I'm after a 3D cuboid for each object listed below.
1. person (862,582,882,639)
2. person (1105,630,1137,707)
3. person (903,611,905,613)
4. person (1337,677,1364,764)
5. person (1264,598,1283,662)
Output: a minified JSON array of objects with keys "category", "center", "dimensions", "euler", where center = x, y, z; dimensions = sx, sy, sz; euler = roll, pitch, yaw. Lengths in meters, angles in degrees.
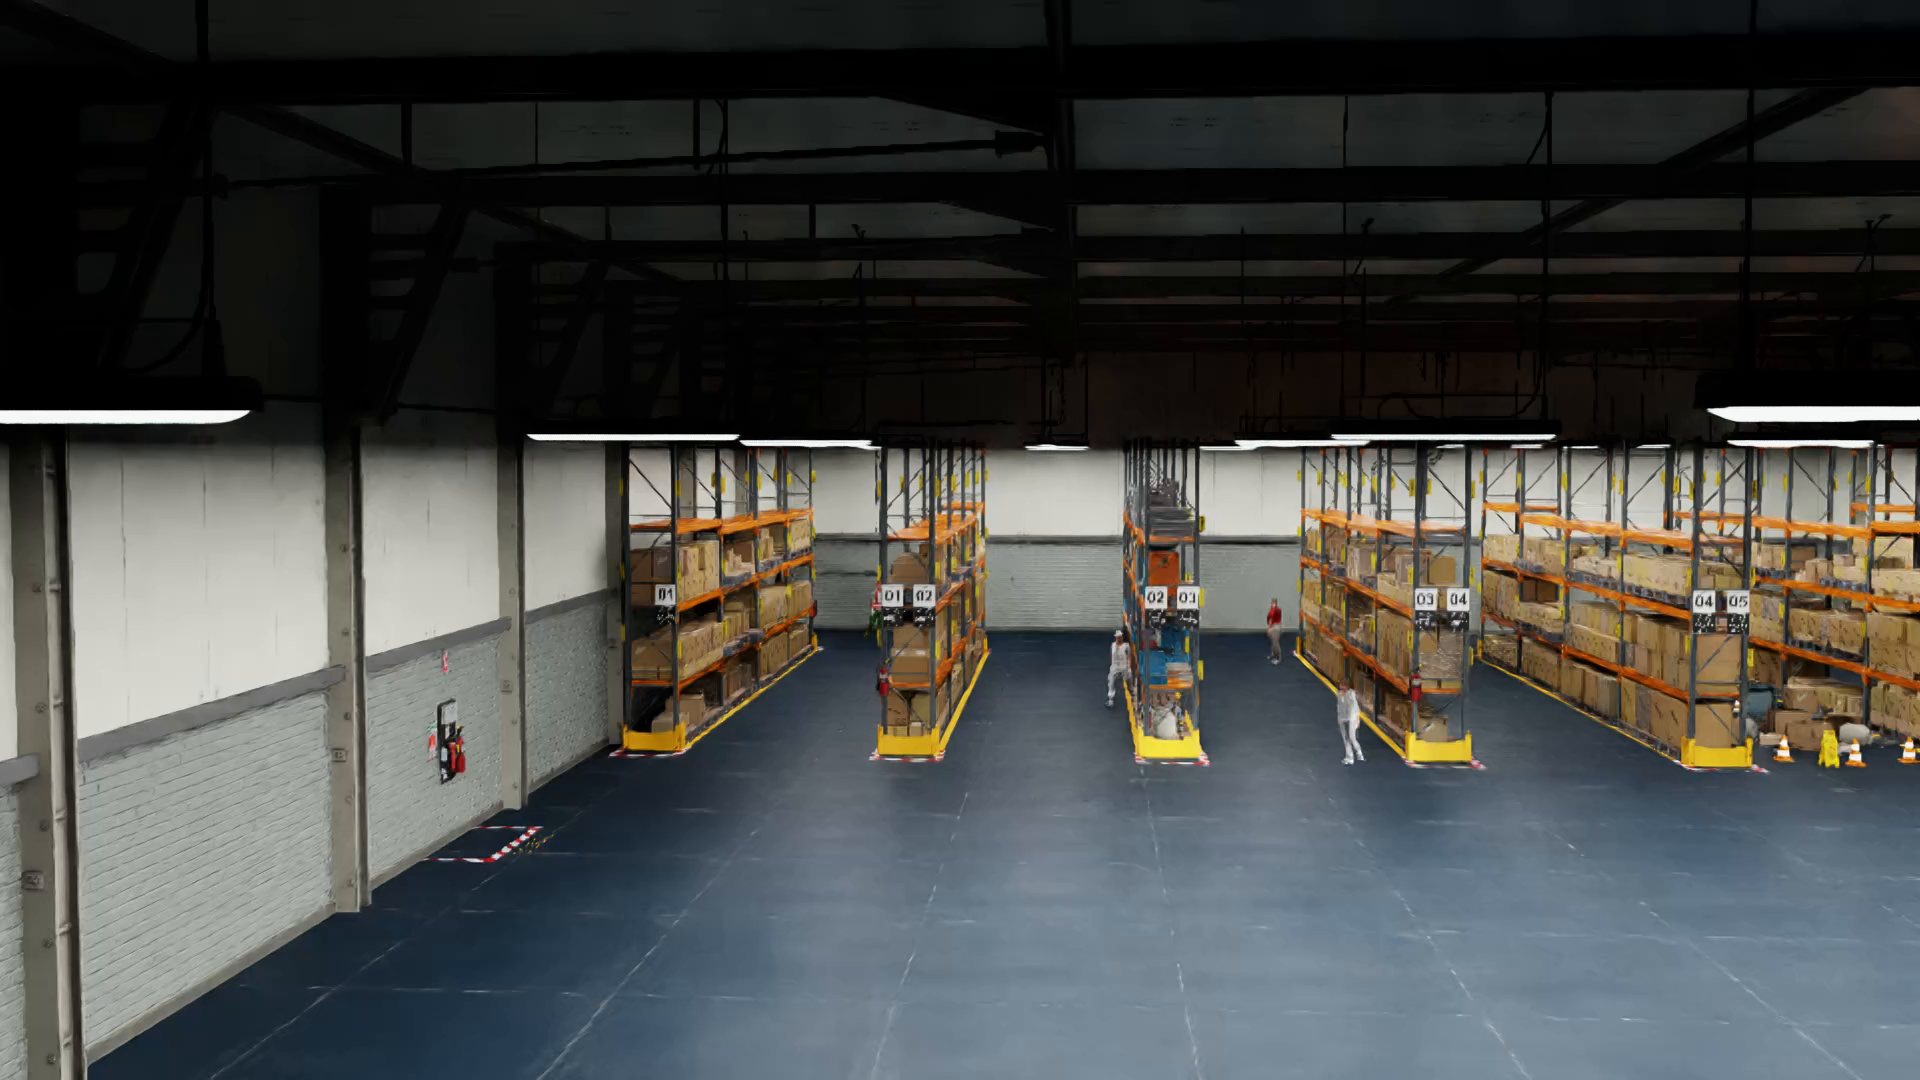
[{"category":"person","center":[-2.596,2.127,50.655],"dimensions":[0.739,1.780,0.530],"euler":[-2,4,-35]},{"category":"person","center":[3.609,2.867,37.307],"dimensions":[0.596,1.738,0.995],"euler":[1,3,25]},{"category":"person","center":[-1.434,2.351,47.417],"dimensions":[0.513,1.662,0.562],"euler":[2,4,33]},{"category":"person","center":[7.145,3.297,30.486],"dimensions":[0.475,1.590,0.476],"euler":[3,4,44]},{"category":"person","center":[8.516,2.431,45.200],"dimensions":[0.580,1.721,0.655],"euler":[2,4,32]}]
